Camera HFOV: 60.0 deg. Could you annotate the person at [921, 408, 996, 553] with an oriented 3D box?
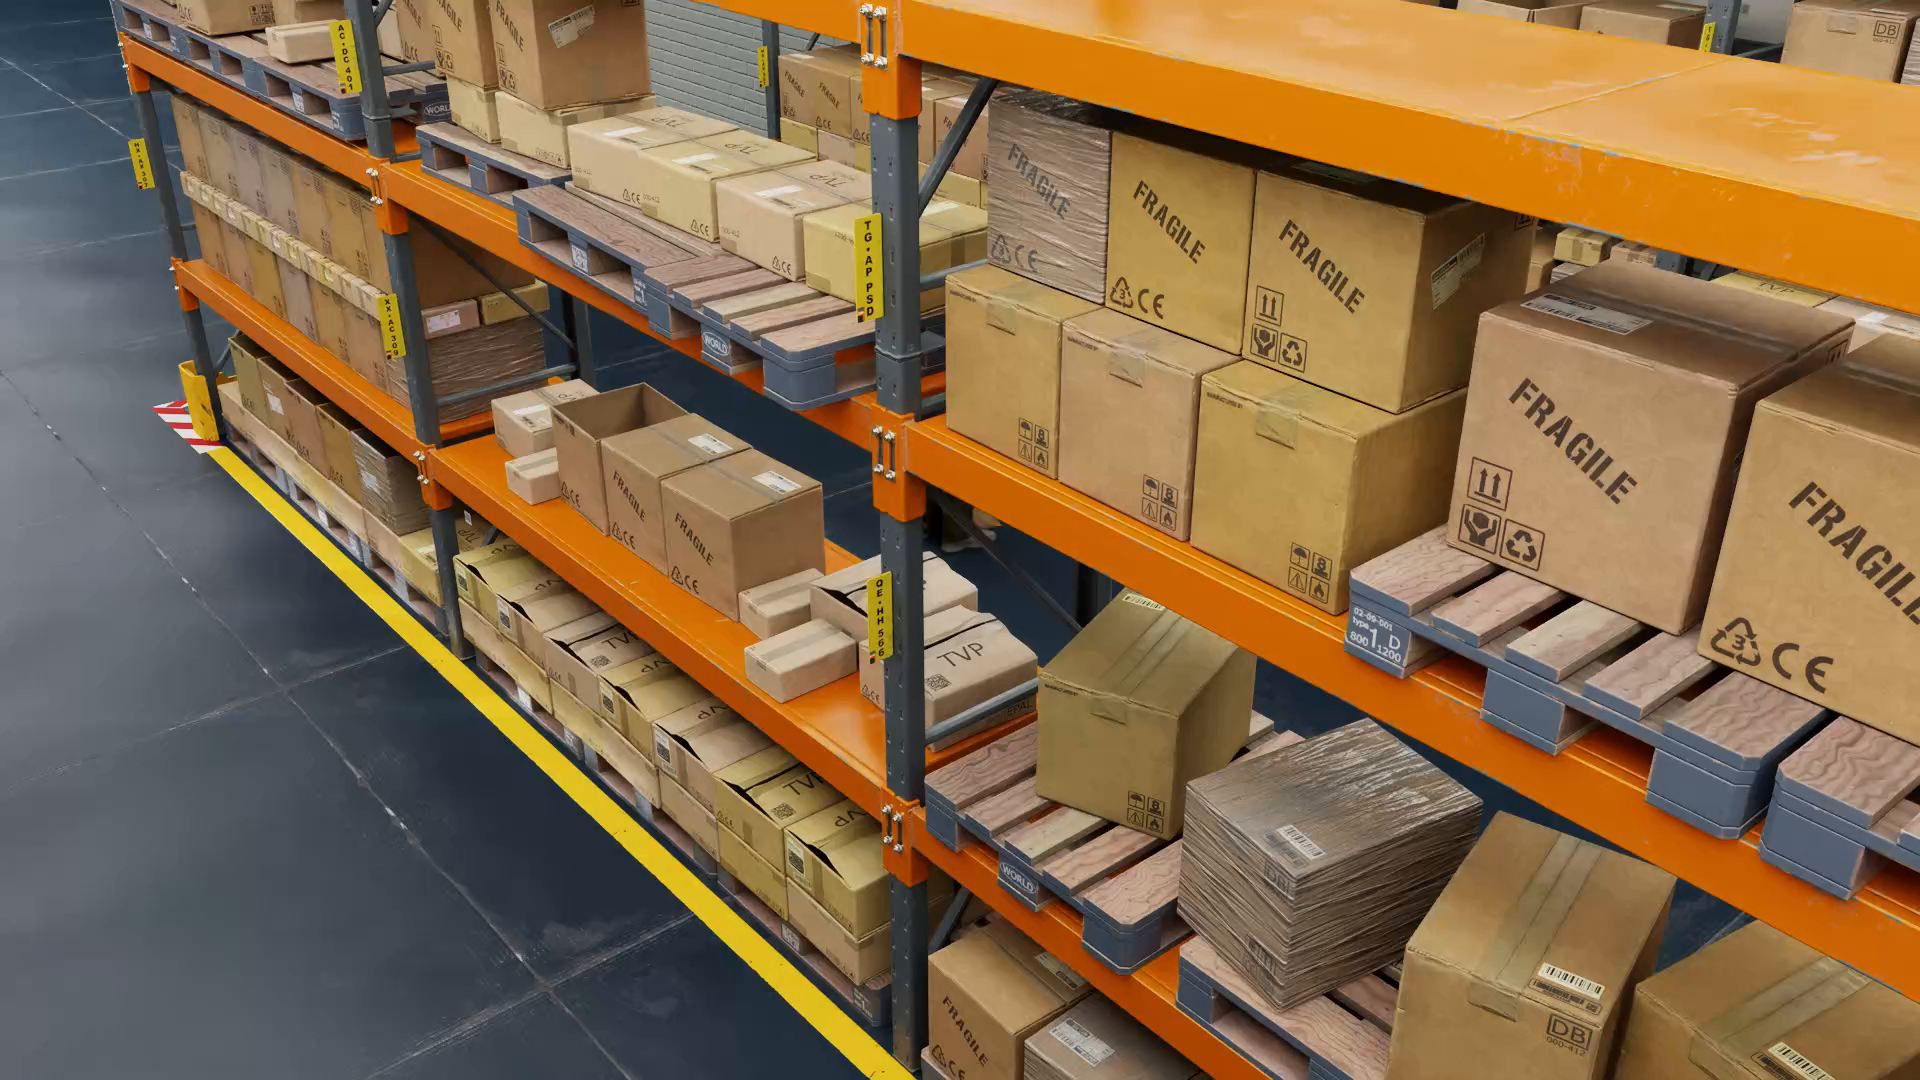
[{"bbox_3d":[-0.098,-0.804,10.161,0.426,1.774,0.617,-23,36,-37],"label":"person"}]
